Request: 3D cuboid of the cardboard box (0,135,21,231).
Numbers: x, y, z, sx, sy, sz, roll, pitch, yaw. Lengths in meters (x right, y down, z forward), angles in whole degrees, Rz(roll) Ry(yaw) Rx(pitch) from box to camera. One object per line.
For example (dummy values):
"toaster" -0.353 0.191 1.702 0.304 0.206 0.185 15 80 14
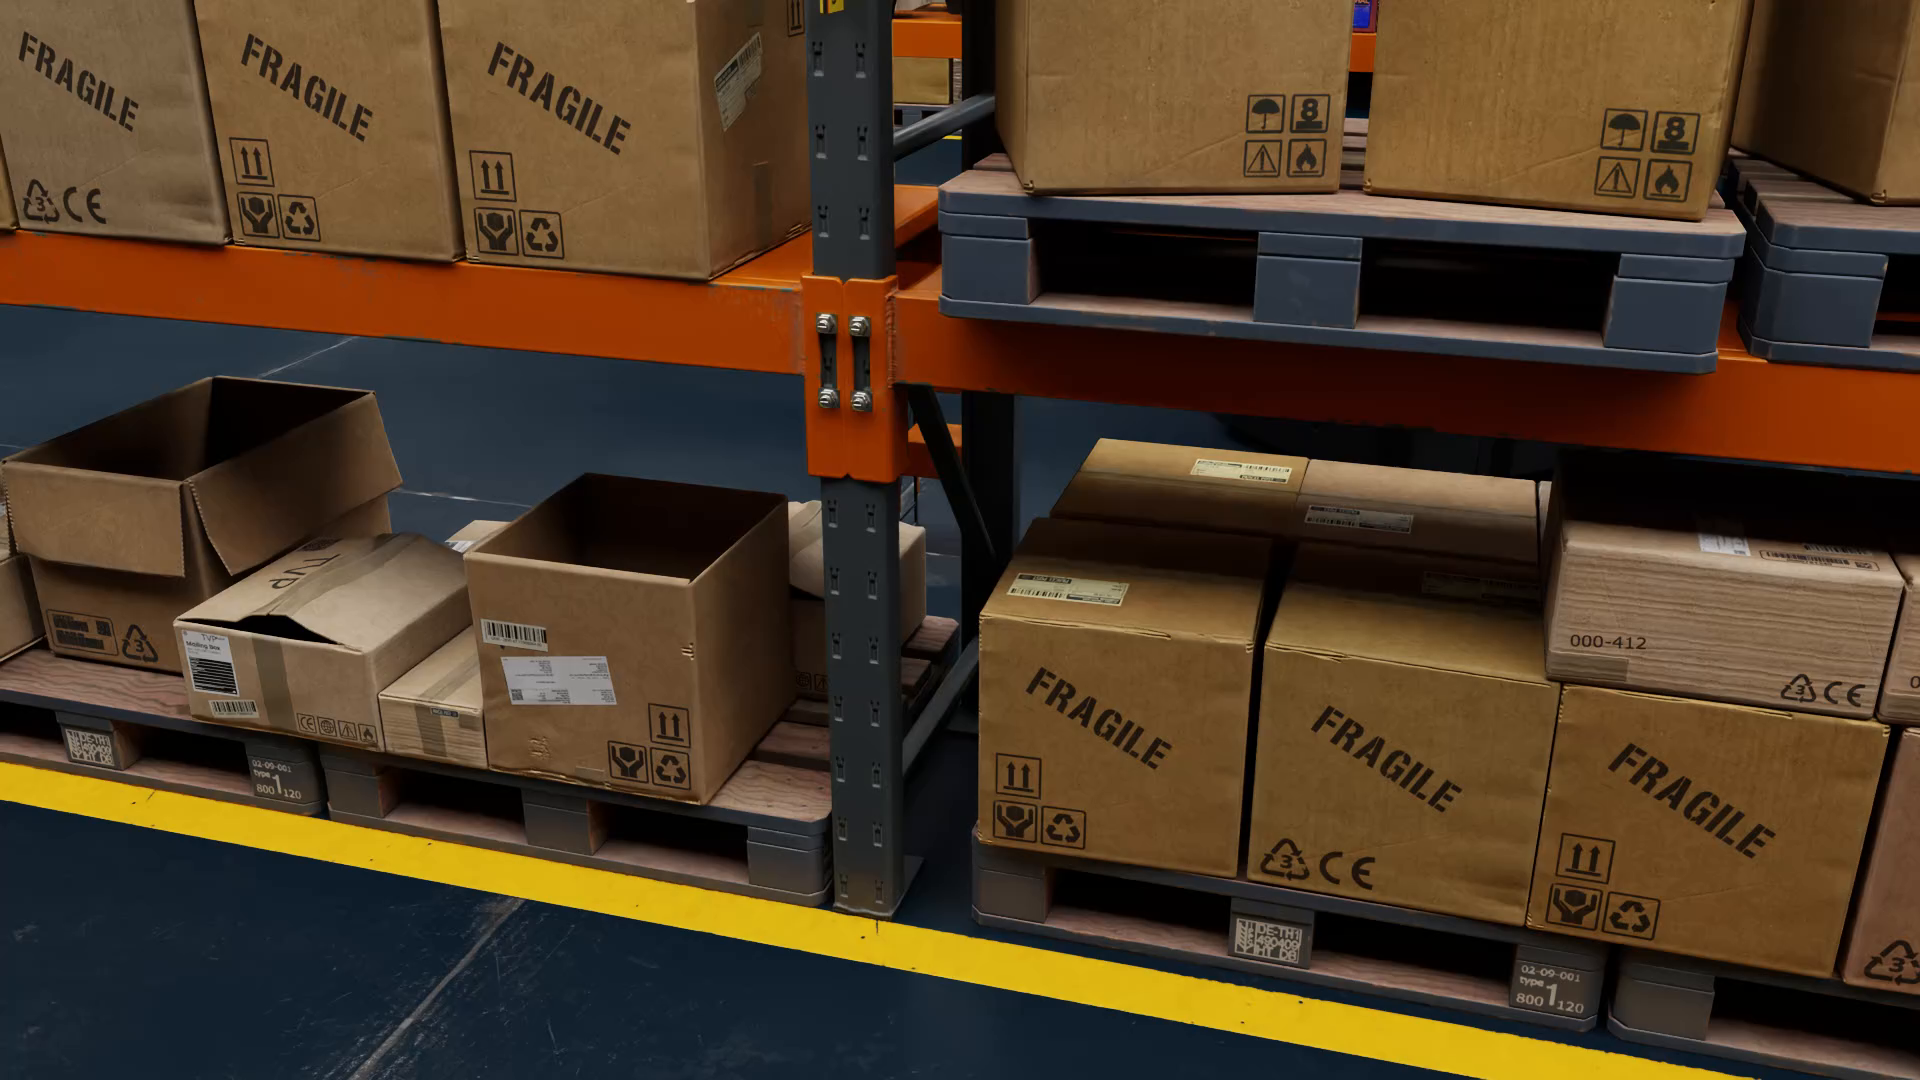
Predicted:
"cardboard box" -2.083 -0.974 3.560 0.500 0.500 0.500 7 23 16

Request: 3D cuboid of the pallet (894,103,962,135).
"pallet" -0.232 -3.488 13.494 1.213 0.211 1.003 7 23 16

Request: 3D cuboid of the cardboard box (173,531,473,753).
"cardboard box" -1.401 0.199 3.795 0.500 0.311 0.500 7 23 16

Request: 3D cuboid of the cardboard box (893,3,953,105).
"cardboard box" -0.384 -4.007 13.333 0.875 0.875 0.875 7 23 16

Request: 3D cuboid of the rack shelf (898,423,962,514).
"rack shelf" -0.051 -0.225 5.195 0.240 0.259 0.215 7 23 15

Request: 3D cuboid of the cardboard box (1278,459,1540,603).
"cardboard box" 0.971 0.160 3.640 0.500 0.500 0.500 7 23 16

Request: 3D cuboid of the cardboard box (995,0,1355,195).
"cardboard box" 0.333 -0.907 2.844 0.500 0.500 0.700 -1 22 -3

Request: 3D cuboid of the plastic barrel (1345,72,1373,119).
"plastic barrel" 1.895 -1.757 7.812 0.708 0.901 0.600 7 23 16

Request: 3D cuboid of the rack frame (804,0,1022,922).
"rack frame" -0.055 -0.800 3.267 0.127 3.000 1.000 7 23 16

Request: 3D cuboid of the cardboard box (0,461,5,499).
"cardboard box" -2.392 -0.084 4.567 0.500 0.250 0.500 7 23 16

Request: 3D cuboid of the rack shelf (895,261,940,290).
"rack shelf" -0.051 -0.744 4.981 0.240 0.259 0.215 7 23 15

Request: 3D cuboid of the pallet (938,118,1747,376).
"pallet" 0.678 -0.584 2.993 1.213 0.211 1.003 7 23 16

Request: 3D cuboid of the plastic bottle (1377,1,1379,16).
"plastic bottle" 1.969 -2.579 7.866 0.097 0.201 0.097 0 22 0

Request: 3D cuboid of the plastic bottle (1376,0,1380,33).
"plastic bottle" 1.850 -2.291 7.165 0.097 0.201 0.097 0 22 0

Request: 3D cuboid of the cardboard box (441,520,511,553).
"cardboard box" -1.226 0.092 4.247 0.250 0.166 0.380 7 23 16

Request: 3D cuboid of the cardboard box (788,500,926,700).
"cardboard box" -0.395 0.116 3.998 0.500 0.311 0.500 7 23 16

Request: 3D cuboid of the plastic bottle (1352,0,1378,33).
"plastic bottle" 1.734 -2.335 7.164 0.133 0.283 0.061 7 23 16

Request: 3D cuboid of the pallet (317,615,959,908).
"pallet" -0.713 0.415 3.981 1.213 0.211 1.003 7 23 16

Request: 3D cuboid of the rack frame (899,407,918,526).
"rack frame" -0.168 -0.505 5.118 0.008 1.050 0.200 7 23 15

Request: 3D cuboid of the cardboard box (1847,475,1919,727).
"cardboard box" 1.775 0.112 2.770 0.500 0.250 0.500 6 23 14

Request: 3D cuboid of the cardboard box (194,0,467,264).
"cardboard box" -1.102 -0.864 3.291 0.500 0.500 0.500 7 23 17

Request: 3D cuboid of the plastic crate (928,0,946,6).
"plastic crate" -0.030 -2.806 8.236 0.530 0.282 0.437 7 23 16

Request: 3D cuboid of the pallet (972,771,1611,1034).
"pallet" 0.734 0.566 3.612 1.213 0.211 1.003 7 23 16

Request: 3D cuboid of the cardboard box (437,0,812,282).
"cardboard box" -0.608 -0.808 3.154 0.500 0.500 0.500 7 23 16

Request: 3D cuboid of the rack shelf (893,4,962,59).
"rack shelf" -0.536 -2.485 8.325 4.000 0.370 1.077 7 23 16

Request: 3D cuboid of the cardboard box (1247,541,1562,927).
"cardboard box" 0.851 0.349 3.180 0.500 0.500 0.500 7 23 16

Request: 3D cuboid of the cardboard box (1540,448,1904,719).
"cardboard box" 1.295 0.057 2.903 0.500 0.250 0.500 7 23 16

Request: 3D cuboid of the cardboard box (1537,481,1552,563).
"cardboard box" 1.451 0.216 3.506 0.500 0.500 0.500 7 23 16

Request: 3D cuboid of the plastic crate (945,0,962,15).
"plastic crate" 0.230 -2.525 7.756 0.590 0.125 0.437 7 23 16

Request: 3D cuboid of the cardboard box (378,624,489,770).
"cardboard box" -1.059 0.337 3.673 0.250 0.149 0.380 7 23 16

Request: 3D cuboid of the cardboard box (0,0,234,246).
"cardboard box" -1.595 -0.919 3.426 0.500 0.500 0.500 7 23 17

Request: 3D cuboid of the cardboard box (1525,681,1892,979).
"cardboard box" 1.327 0.407 3.040 0.500 0.500 0.500 7 23 16

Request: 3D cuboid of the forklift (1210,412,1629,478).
"forklift" 2.484 -1.867 5.959 3.031 2.935 1.130 -11 25 -26

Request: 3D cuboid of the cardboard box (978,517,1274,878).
"cardboard box" 0.337 0.295 3.313 0.500 0.500 0.500 5 23 13

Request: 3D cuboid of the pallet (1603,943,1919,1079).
"pallet" 1.906 0.699 3.288 1.213 0.211 1.003 7 23 16

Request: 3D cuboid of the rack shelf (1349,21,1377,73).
"rack shelf" 3.294 -2.047 7.256 4.000 0.370 1.077 7 23 16

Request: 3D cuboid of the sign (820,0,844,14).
"sign" -0.205 -1.002 2.620 0.005 0.325 0.100 7 23 16

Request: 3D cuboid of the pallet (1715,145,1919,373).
"pallet" 1.911 -0.484 2.750 1.213 0.211 1.003 7 23 16

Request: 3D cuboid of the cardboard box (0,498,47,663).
"cardboard box" -2.489 0.103 4.111 0.500 0.250 0.500 7 23 16

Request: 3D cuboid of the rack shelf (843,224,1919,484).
"rack shelf" 1.859 -0.248 2.869 4.000 0.370 1.077 7 23 16

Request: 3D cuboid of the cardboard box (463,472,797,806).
"cardboard box" -0.683 0.194 3.559 0.500 0.500 0.500 7 23 16

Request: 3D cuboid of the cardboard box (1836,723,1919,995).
"cardboard box" 1.811 0.462 2.904 0.500 0.500 0.500 6 23 14

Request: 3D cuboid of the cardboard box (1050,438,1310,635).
"cardboard box" 0.500 0.103 3.780 0.500 0.500 0.500 6 23 15

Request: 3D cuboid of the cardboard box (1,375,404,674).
"cardboard box" -1.856 -0.052 4.155 0.637 0.503 0.797 7 23 16

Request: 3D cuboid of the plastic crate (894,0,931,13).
"plastic crate" -0.375 -2.586 7.891 0.466 0.136 0.293 7 23 16

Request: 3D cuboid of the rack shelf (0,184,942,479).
"rack shelf" -1.970 -0.686 3.938 4.000 0.370 1.077 7 23 16

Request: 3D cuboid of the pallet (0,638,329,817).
"pallet" -1.884 0.282 4.305 1.213 0.211 1.003 7 23 16

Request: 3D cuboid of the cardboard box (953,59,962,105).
"cardboard box" 0.487 -3.907 13.090 0.875 0.875 0.875 7 23 16

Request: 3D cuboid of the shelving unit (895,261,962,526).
"shelving unit" -0.051 -0.492 5.085 0.252 1.050 0.215 7 23 15

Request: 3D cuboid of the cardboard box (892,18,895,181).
"cardboard box" -0.465 -1.001 3.626 0.500 0.500 0.500 7 23 17

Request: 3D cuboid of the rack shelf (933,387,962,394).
"rack shelf" -0.051 -0.482 5.089 0.240 0.259 0.215 7 23 15

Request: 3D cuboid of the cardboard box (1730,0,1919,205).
"cardboard box" 1.654 -0.869 2.751 0.500 0.500 0.700 1 22 2

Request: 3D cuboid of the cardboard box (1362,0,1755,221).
"cardboard box" 1.010 -0.855 2.716 0.500 0.500 0.700 10 25 24
